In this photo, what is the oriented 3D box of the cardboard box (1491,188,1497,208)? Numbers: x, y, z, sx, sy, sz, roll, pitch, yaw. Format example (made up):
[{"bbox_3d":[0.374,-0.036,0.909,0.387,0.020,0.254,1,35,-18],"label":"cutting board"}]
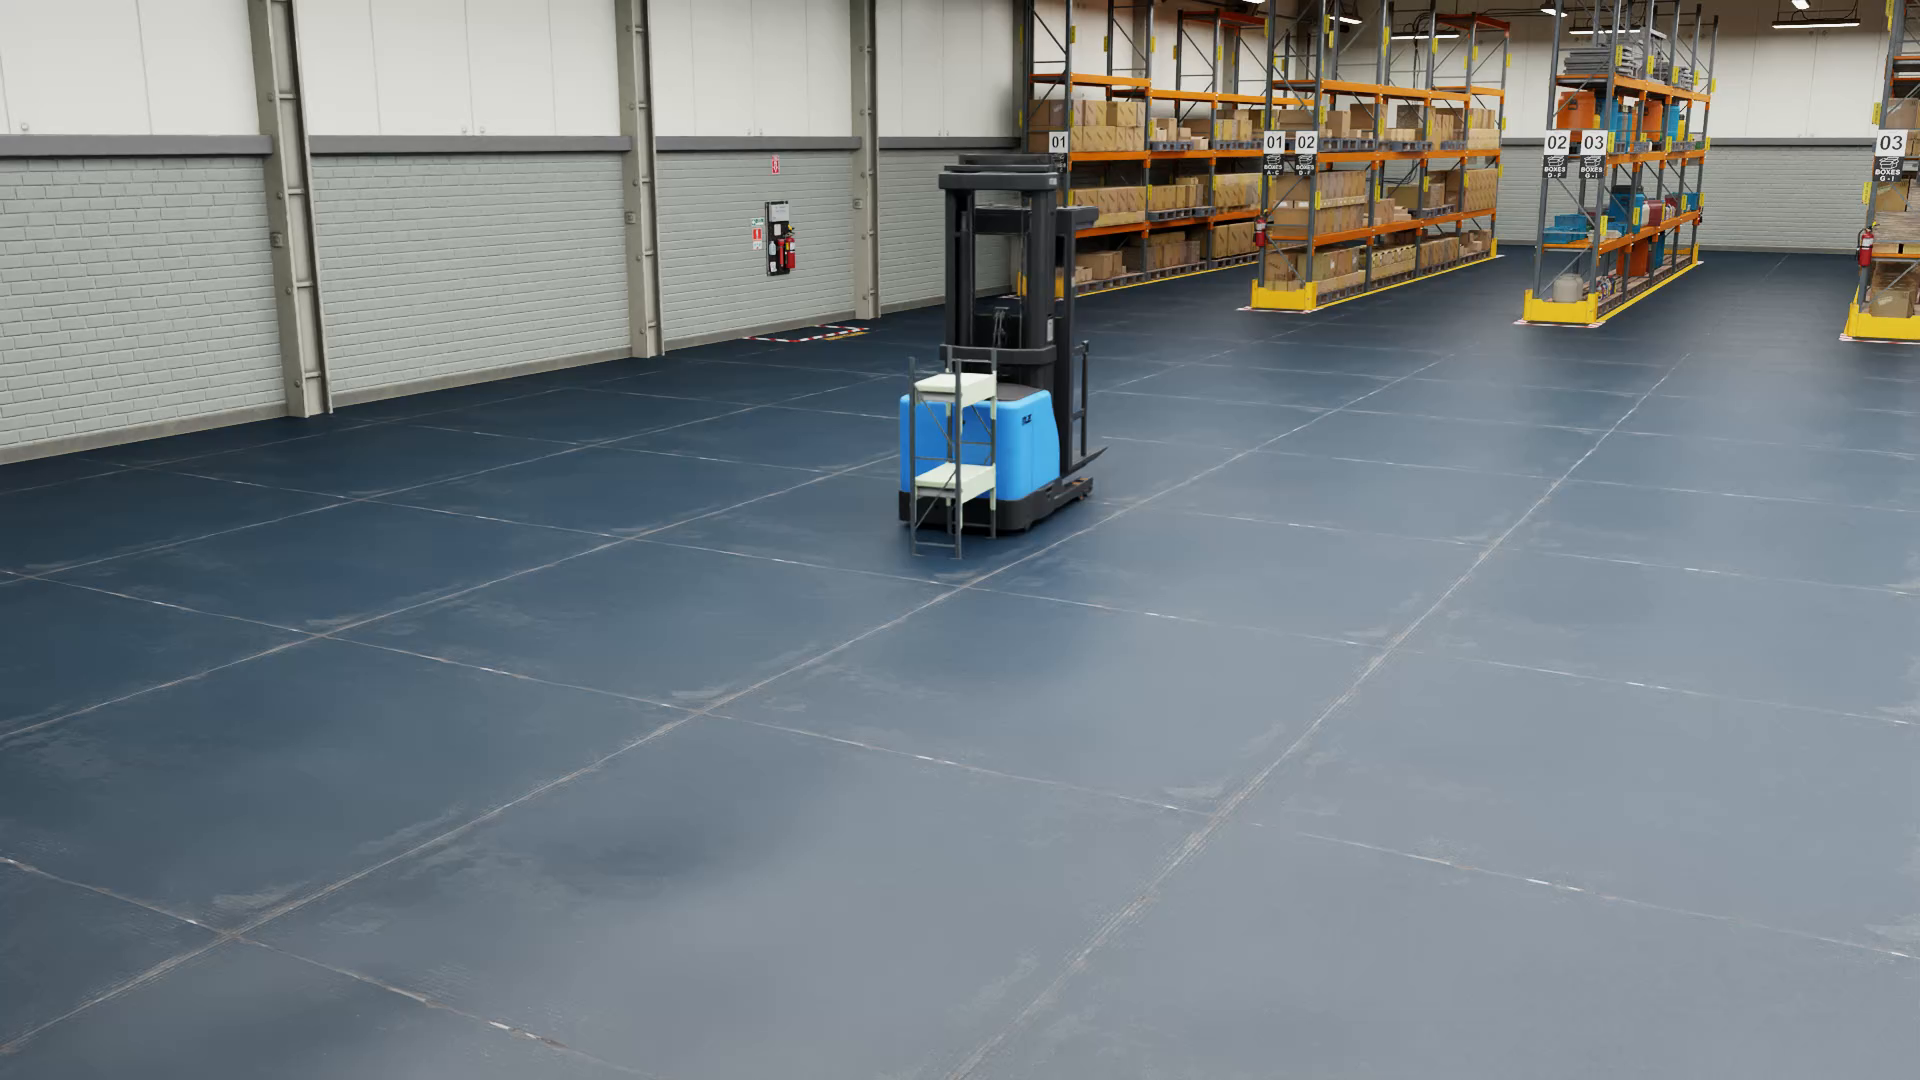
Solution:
[{"bbox_3d":[13.787,-8.997,43.739,0.500,0.500,0.500,8,16,30],"label":"cardboard box"}]

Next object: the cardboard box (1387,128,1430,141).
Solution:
[{"bbox_3d":[10.080,-9.030,37.476,0.910,0.500,0.500,7,15,28],"label":"cardboard box"}]

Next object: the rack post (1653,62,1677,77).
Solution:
[{"bbox_3d":[14.547,-9.901,35.062,0.954,0.300,0.937,7,15,28],"label":"rack post"}]

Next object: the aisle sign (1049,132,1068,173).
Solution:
[{"bbox_3d":[1.920,-7.564,32.462,0.394,0.787,0.004,7,15,28],"label":"aisle sign"}]

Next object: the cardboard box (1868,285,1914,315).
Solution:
[{"bbox_3d":[15.276,-3.907,27.277,0.500,0.500,0.500,13,19,43],"label":"cardboard box"}]

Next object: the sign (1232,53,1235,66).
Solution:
[{"bbox_3d":[7.020,-12.326,42.631,0.100,0.325,0.005,7,15,28],"label":"sign"}]

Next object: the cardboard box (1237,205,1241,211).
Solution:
[{"bbox_3d":[6.787,-8.288,41.506,0.380,0.149,0.250,8,16,30],"label":"cardboard box"}]

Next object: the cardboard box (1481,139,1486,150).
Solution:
[{"bbox_3d":[13.011,-10.015,42.095,0.500,0.250,0.500,7,15,28],"label":"cardboard box"}]

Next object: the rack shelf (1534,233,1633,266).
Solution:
[{"bbox_3d":[11.332,-5.287,30.099,1.077,0.370,4.000,7,15,28],"label":"rack shelf"}]

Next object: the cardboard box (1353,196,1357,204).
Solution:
[{"bbox_3d":[7.649,-6.735,32.971,0.380,0.149,0.250,7,15,28],"label":"cardboard box"}]

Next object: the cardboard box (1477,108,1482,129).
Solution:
[{"bbox_3d":[12.636,-10.537,41.595,0.700,0.500,0.500,7,15,28],"label":"cardboard box"}]

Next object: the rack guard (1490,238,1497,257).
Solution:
[{"bbox_3d":[13.729,-7.840,44.488,1.175,0.500,0.348,7,15,28],"label":"rack guard"}]

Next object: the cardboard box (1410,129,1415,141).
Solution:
[{"bbox_3d":[9.728,-8.920,36.656,0.500,0.250,0.500,6,15,24],"label":"cardboard box"}]

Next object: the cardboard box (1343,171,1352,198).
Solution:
[{"bbox_3d":[7.270,-6.990,32.647,0.700,0.500,0.500,7,15,28],"label":"cardboard box"}]

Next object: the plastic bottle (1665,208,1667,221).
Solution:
[{"bbox_3d":[15.589,-7.208,36.781,0.061,0.283,0.133,7,15,28],"label":"plastic bottle"}]

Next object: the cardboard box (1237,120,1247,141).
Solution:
[{"bbox_3d":[6.760,-10.242,41.565,0.700,0.500,0.500,7,15,27],"label":"cardboard box"}]

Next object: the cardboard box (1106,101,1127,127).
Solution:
[{"bbox_3d":[3.122,-8.817,34.415,0.500,0.500,0.500,7,15,26],"label":"cardboard box"}]

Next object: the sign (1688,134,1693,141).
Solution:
[{"bbox_3d":[16.647,-9.088,37.912,0.100,0.325,0.005,7,15,28],"label":"sign"}]

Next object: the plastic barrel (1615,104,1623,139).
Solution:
[{"bbox_3d":[12.355,-7.878,31.841,0.600,0.901,0.708,7,15,28],"label":"plastic barrel"}]

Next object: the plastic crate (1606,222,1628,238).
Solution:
[{"bbox_3d":[12.001,-5.717,30.665,0.499,0.251,0.616,7,15,28],"label":"plastic crate"}]

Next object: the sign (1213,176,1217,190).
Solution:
[{"bbox_3d":[6.040,-8.455,39.403,0.100,0.325,0.005,7,15,28],"label":"sign"}]

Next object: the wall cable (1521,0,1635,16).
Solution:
[{"bbox_3d":[17.552,-16.168,47.040,3.097,2.526,0.112,7,15,28],"label":"wall cable"}]

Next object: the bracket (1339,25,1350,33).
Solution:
[{"bbox_3d":[11.632,-15.481,50.367,0.235,0.232,0.430,7,15,28],"label":"bracket"}]

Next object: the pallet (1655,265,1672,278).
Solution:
[{"bbox_3d":[15.757,-6.179,38.215,1.003,0.211,1.213,7,15,28],"label":"pallet"}]

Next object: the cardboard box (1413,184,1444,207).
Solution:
[{"bbox_3d":[11.032,-8.134,39.262,0.700,0.500,0.500,3,14,14],"label":"cardboard box"}]

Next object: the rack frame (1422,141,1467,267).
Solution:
[{"bbox_3d":[11.832,-8.250,40.856,1.000,3.000,0.127,7,15,28],"label":"rack frame"}]

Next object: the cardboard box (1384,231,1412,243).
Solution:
[{"bbox_3d":[10.168,-7.024,38.562,0.500,0.250,0.500,8,16,30],"label":"cardboard box"}]

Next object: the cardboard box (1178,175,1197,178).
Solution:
[{"bbox_3d":[5.552,-8.680,40.148,0.500,0.250,0.500,8,16,30],"label":"cardboard box"}]

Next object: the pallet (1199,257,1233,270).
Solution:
[{"bbox_3d":[6.007,-6.788,40.739,1.003,0.211,1.213,7,15,28],"label":"pallet"}]

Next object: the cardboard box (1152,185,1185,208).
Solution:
[{"bbox_3d":[4.759,-7.897,38.238,0.700,0.500,0.500,7,15,28],"label":"cardboard box"}]

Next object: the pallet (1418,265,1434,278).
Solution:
[{"bbox_3d":[10.292,-6.223,38.396,1.003,0.211,1.213,7,15,28],"label":"pallet"}]

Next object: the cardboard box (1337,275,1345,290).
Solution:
[{"bbox_3d":[7.211,-5.048,32.544,0.500,0.250,0.500,7,15,28],"label":"cardboard box"}]

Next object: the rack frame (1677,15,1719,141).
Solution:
[{"bbox_3d":[18.100,-11.426,41.226,1.000,3.000,0.127,7,15,28],"label":"rack frame"}]

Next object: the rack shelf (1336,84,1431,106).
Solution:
[{"bbox_3d":[8.931,-9.392,35.178,1.077,0.370,4.000,7,15,28],"label":"rack shelf"}]

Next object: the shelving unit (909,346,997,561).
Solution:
[{"bbox_3d":[-0.047,-0.673,12.623,0.431,1.500,0.755,5,15,21],"label":"shelving unit"}]

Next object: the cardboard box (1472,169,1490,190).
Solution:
[{"bbox_3d":[13.301,-9.273,42.749,0.500,0.500,0.500,8,16,30],"label":"cardboard box"}]

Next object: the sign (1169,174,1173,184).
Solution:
[{"bbox_3d":[5.073,-8.615,39.899,0.100,0.325,0.005,7,15,28],"label":"sign"}]

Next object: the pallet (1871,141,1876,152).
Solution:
[{"bbox_3d":[18.833,-7.811,33.037,1.213,0.211,1.003,8,16,31],"label":"pallet"}]

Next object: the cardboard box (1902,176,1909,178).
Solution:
[{"bbox_3d":[15.480,-5.793,27.680,0.500,0.500,0.500,7,15,28],"label":"cardboard box"}]

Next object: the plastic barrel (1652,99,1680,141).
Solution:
[{"bbox_3d":[15.475,-9.227,36.541,0.600,0.901,0.708,7,15,28],"label":"plastic barrel"}]

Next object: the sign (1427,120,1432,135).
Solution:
[{"bbox_3d":[10.380,-9.113,36.763,0.100,0.325,0.005,7,15,28],"label":"sign"}]

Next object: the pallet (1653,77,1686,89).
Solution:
[{"bbox_3d":[14.608,-9.643,35.086,1.213,0.211,1.003,7,15,28],"label":"pallet"}]

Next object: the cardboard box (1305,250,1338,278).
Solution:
[{"bbox_3d":[6.955,-5.312,32.039,0.500,0.500,0.500,7,15,28],"label":"cardboard box"}]

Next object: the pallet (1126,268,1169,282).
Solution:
[{"bbox_3d":[4.001,-5.974,37.363,1.003,0.211,1.213,7,15,28],"label":"pallet"}]

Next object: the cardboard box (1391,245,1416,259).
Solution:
[{"bbox_3d":[9.861,-6.435,37.098,0.500,0.311,0.500,8,16,30],"label":"cardboard box"}]

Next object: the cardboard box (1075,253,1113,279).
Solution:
[{"bbox_3d":[2.780,-5.741,34.843,0.700,0.500,0.500,6,15,25],"label":"cardboard box"}]

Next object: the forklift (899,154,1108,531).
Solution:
[{"bbox_3d":[0.524,-1.797,14.235,1.130,2.935,3.031,5,15,21],"label":"forklift"}]

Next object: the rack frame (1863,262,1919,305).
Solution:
[{"bbox_3d":[16.635,-5.486,29.389,1.000,3.000,0.127,7,15,28],"label":"rack frame"}]

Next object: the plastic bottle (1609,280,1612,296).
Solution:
[{"bbox_3d":[12.105,-4.698,30.979,0.061,0.283,0.133,9,16,32],"label":"plastic bottle"}]

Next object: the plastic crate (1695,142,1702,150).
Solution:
[{"bbox_3d":[17.873,-9.630,40.629,0.450,0.188,0.336,7,15,28],"label":"plastic crate"}]

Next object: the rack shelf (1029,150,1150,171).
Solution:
[{"bbox_3d":[2.659,-7.868,34.403,1.077,0.370,4.000,7,15,28],"label":"rack shelf"}]
